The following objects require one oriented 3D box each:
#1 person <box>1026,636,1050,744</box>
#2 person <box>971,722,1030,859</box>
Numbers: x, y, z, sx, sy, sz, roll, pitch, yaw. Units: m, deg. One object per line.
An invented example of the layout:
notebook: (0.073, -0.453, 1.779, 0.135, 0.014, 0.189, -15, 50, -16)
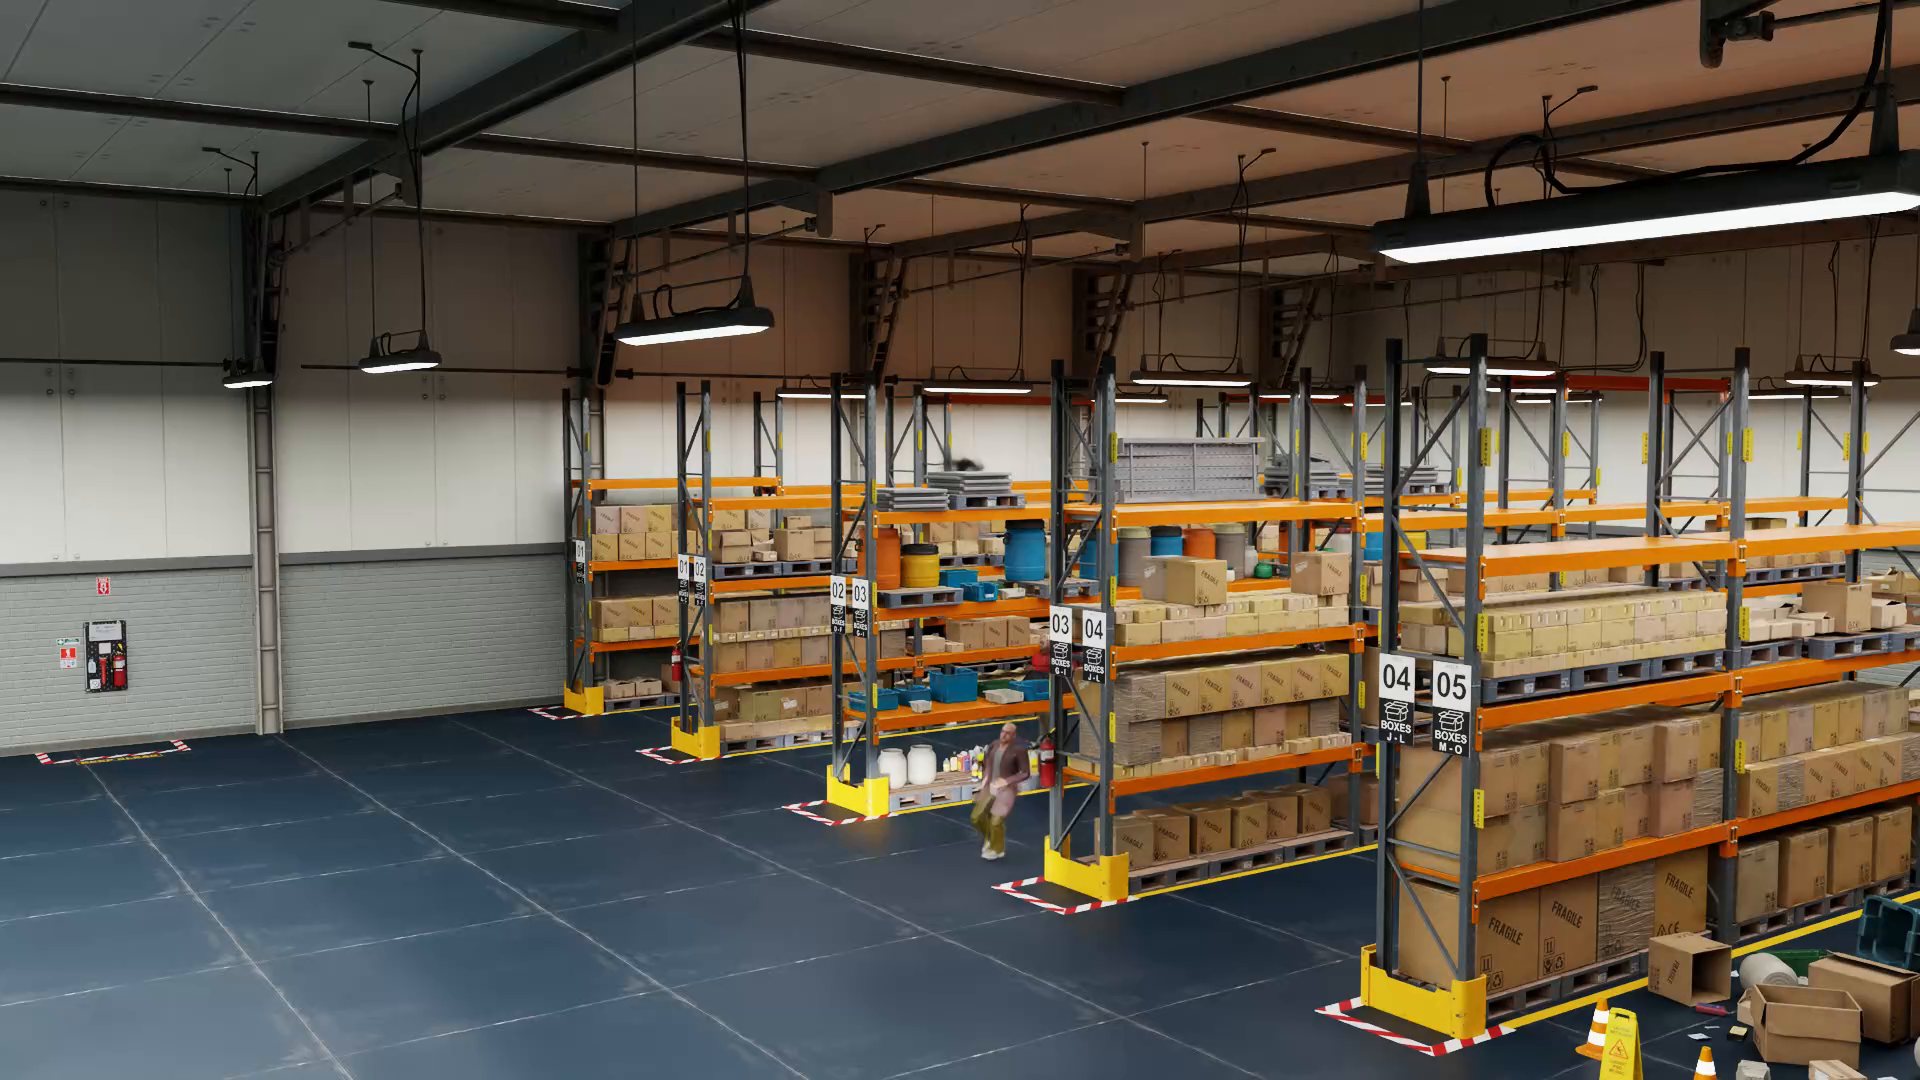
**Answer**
person: (1.420, 2.511, 27.896, 0.755, 1.791, 0.640, -3, 5, -43)
person: (0.498, 3.059, 19.964, 0.741, 1.636, 0.582, 3, 5, 39)
